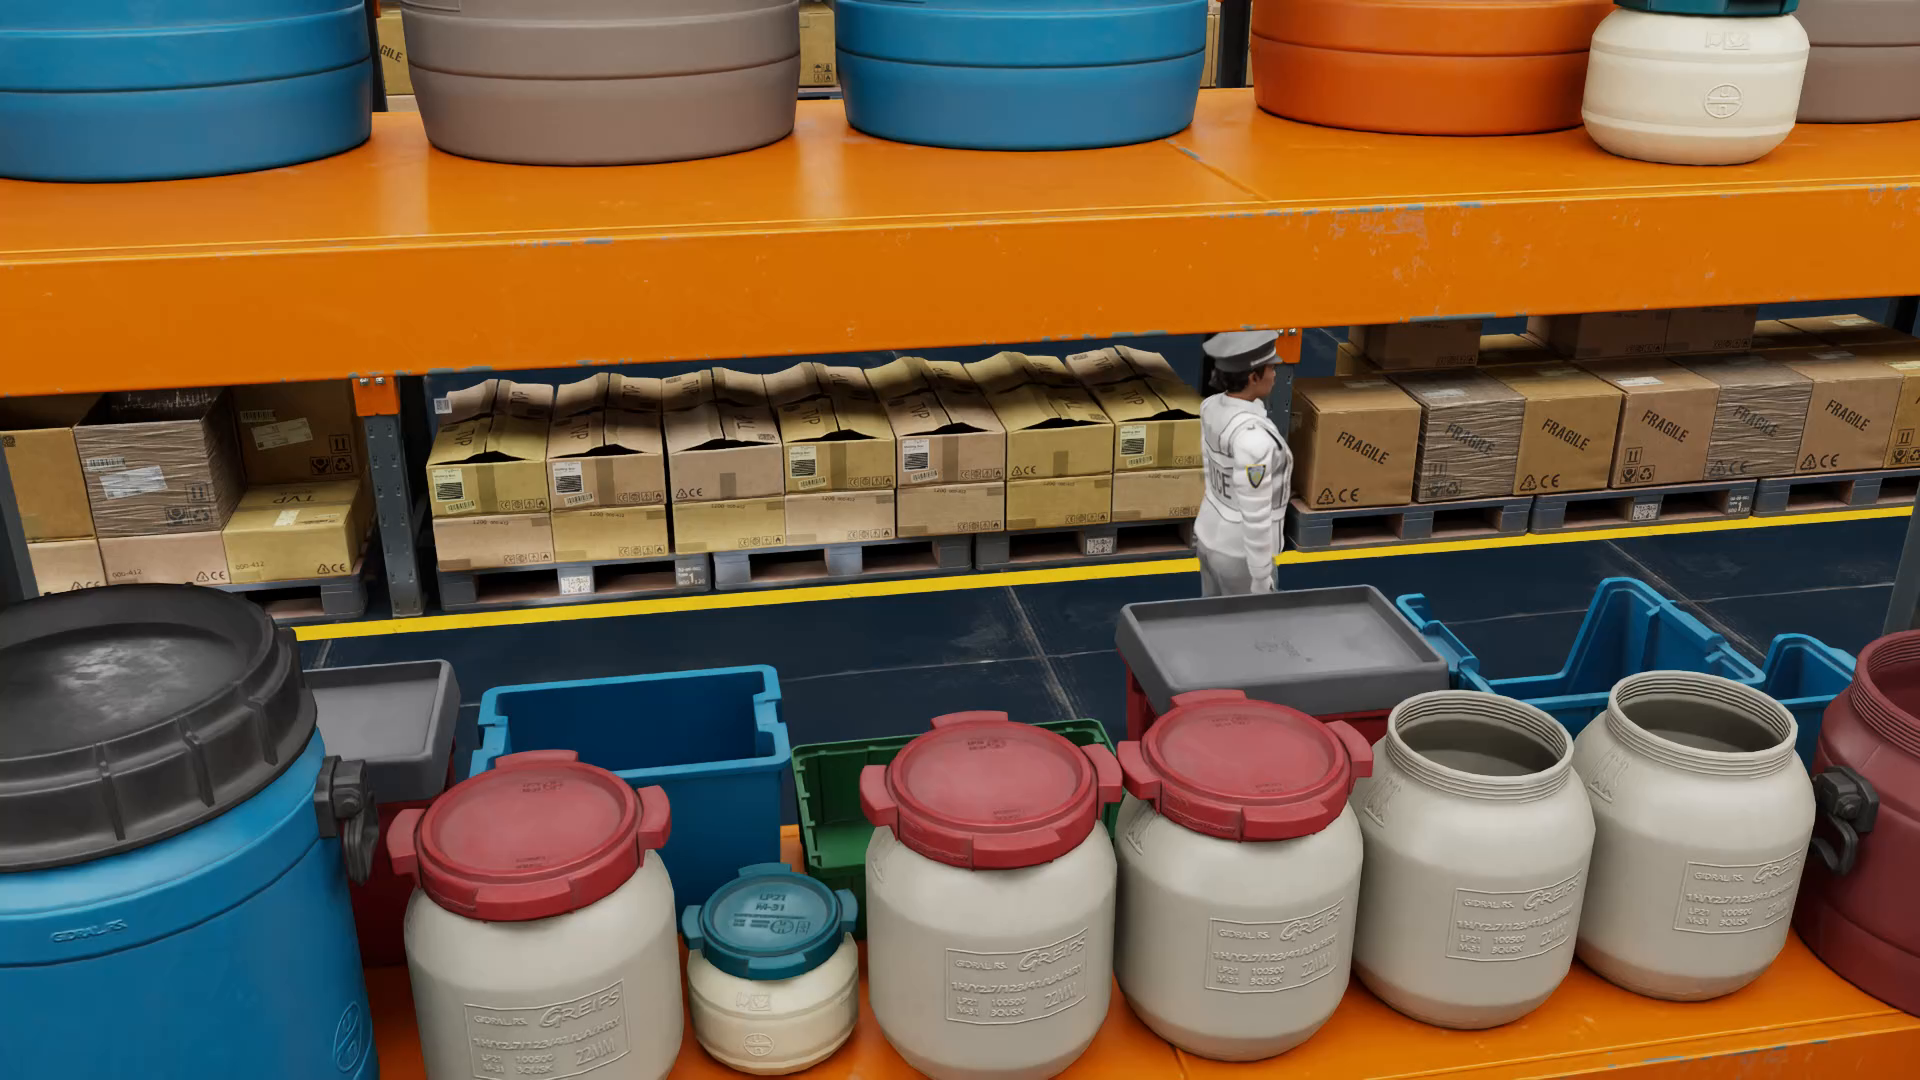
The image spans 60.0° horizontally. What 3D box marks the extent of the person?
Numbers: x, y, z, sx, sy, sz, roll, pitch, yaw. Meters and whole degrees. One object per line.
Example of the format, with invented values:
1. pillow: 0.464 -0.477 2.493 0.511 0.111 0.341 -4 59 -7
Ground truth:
1. person: 0.996 0.071 6.001 0.357 1.752 0.468 -4 24 -9
